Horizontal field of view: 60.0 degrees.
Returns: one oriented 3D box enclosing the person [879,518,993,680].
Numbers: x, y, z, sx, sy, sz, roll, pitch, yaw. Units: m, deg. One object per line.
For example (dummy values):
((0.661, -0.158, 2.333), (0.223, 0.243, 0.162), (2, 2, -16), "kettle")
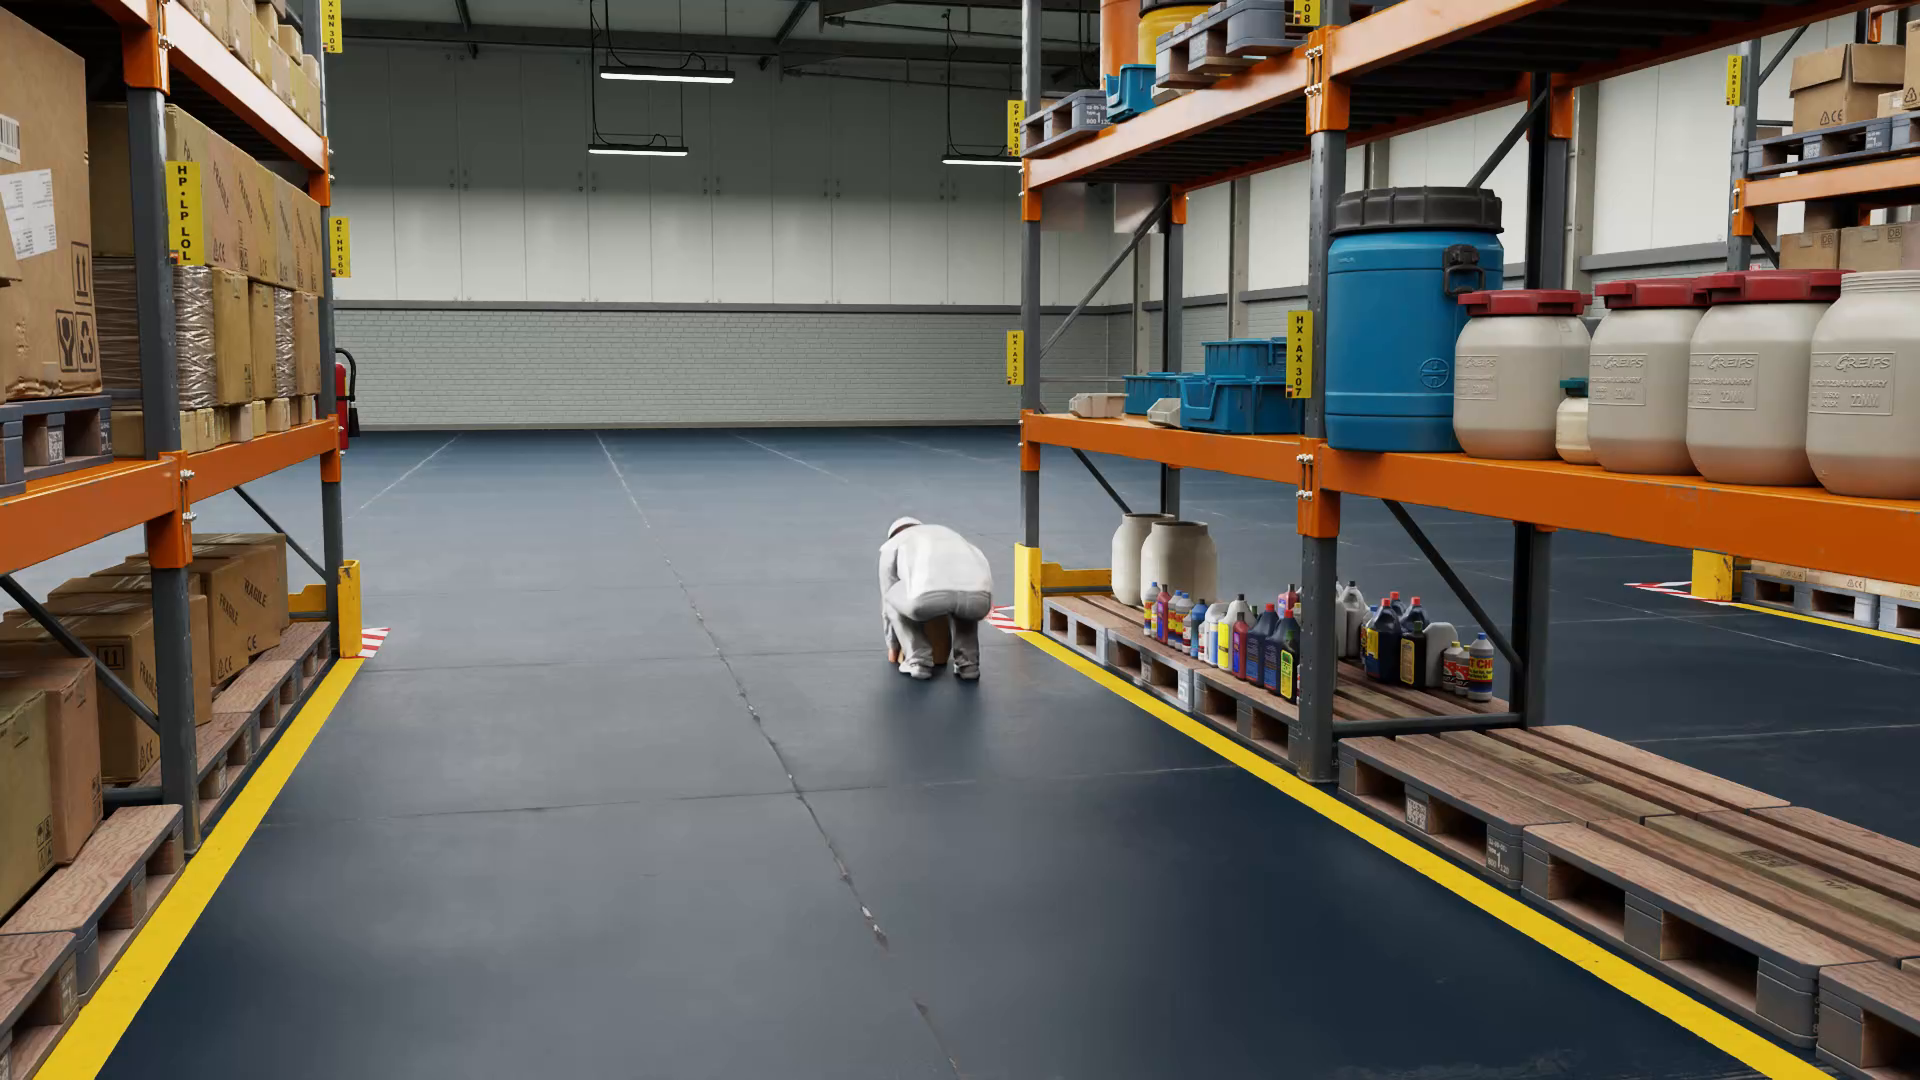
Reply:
((-0.151, 0.324, 8.725), (0.509, 0.820, 0.974), (-2, 6, -15), "person")
